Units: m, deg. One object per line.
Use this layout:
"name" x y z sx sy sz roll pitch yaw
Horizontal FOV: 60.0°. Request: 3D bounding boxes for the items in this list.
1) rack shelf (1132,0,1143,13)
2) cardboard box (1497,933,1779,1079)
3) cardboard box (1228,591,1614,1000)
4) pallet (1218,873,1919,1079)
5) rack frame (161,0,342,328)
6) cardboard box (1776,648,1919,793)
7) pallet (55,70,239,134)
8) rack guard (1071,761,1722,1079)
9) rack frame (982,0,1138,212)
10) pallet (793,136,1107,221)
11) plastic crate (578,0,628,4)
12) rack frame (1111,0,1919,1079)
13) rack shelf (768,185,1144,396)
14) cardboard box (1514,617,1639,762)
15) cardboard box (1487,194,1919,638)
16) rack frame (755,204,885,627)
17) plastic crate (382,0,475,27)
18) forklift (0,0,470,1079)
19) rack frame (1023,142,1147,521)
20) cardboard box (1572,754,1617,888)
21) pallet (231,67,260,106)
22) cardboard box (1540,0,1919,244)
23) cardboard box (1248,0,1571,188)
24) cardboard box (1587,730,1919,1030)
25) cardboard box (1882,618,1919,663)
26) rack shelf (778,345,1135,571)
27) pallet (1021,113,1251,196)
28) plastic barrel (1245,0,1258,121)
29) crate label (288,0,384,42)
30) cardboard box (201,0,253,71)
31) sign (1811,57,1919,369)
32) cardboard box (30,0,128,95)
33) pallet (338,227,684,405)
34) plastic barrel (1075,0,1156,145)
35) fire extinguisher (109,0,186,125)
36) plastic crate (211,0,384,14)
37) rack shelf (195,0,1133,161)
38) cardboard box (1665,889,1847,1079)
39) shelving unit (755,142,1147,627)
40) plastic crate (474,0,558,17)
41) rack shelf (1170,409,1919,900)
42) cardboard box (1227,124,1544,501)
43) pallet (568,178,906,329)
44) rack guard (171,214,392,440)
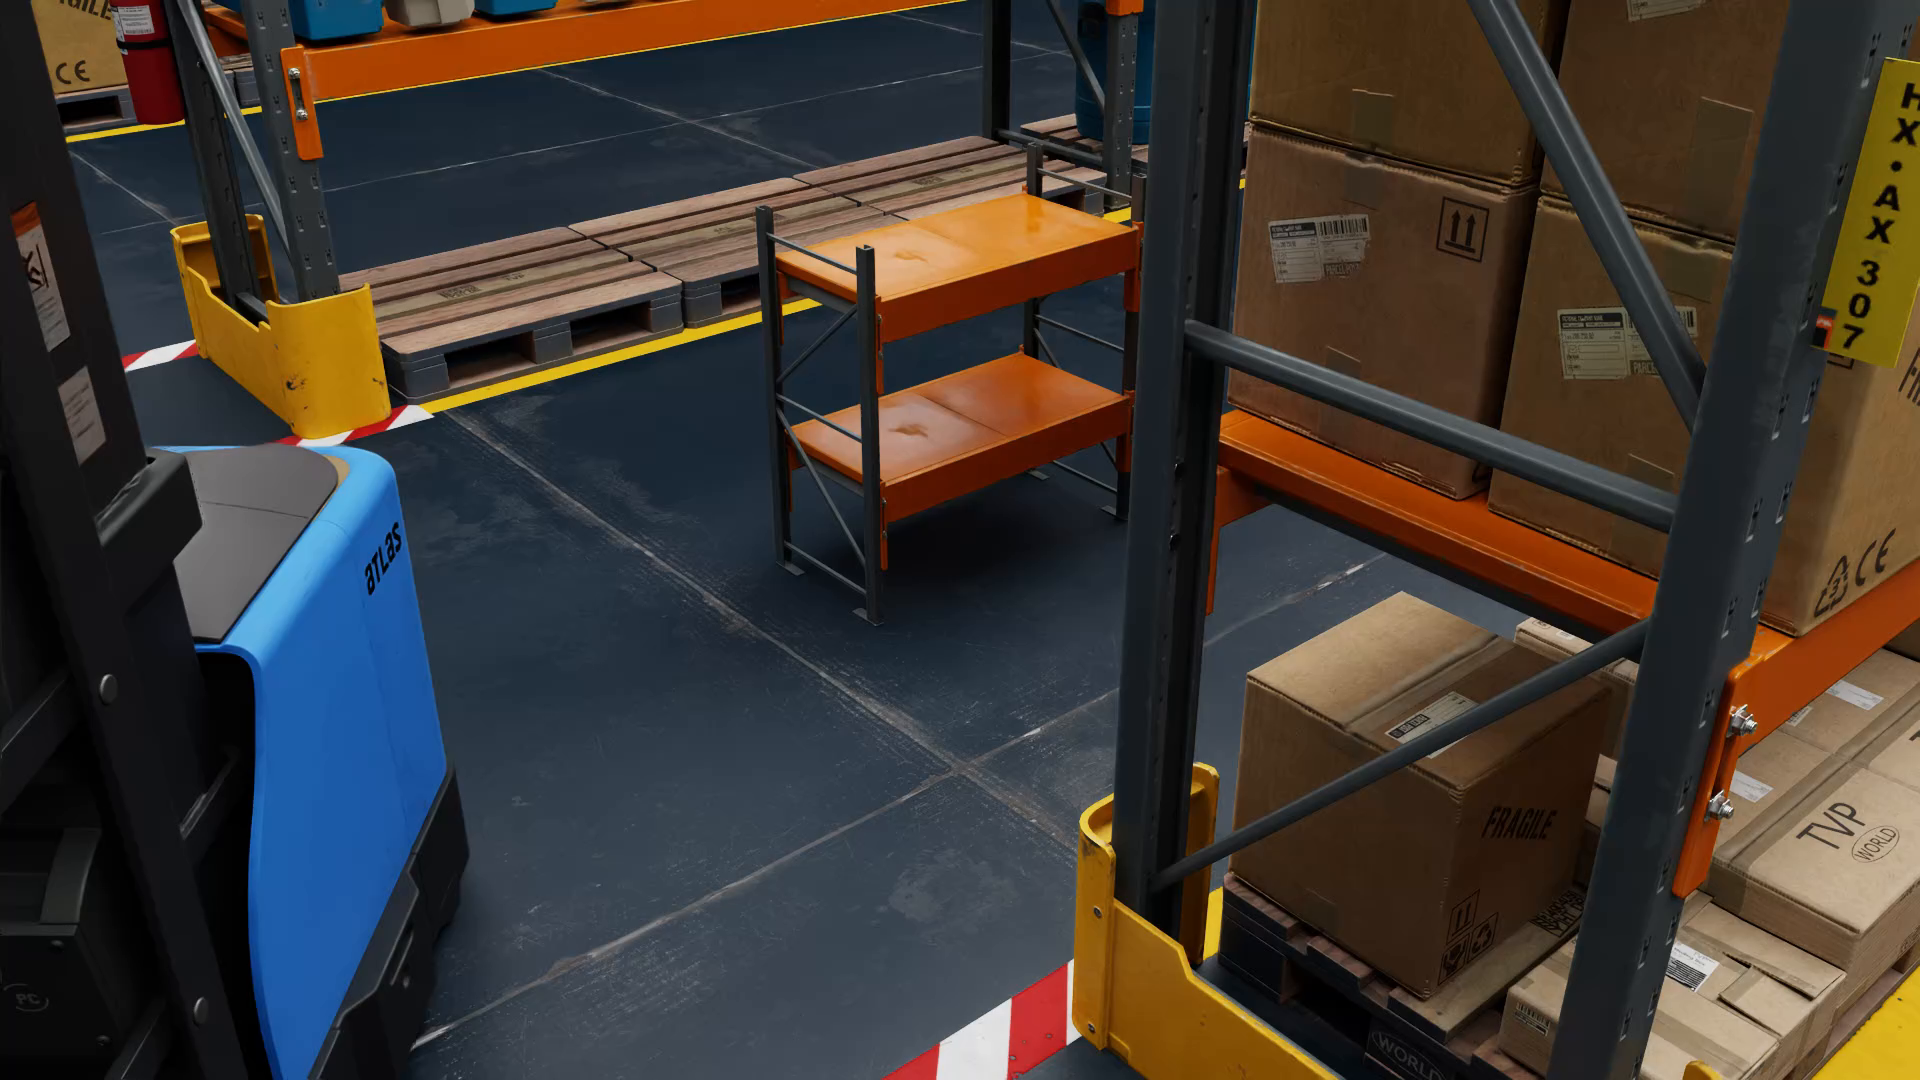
"rack shelf" 2.007 -3.459 9.304 4.000 0.370 1.077 -22 35 -35
"cardboard box" 1.196 0.895 2.952 0.250 0.149 0.380 -22 35 -35
"cardboard box" 0.908 0.490 3.336 0.500 0.500 0.500 -22 35 -35
"pallet" 1.318 0.799 3.532 1.213 0.211 1.003 -22 35 -35
"rack frame" -2.558 -1.941 5.700 0.127 3.000 1.000 -22 35 -35
"cardboard box" 2.013 0.484 3.612 0.500 0.250 0.500 -22 35 -35
"pallet" -5.215 -2.760 10.190 1.213 0.211 1.003 -22 35 -35
"rack guard" 0.712 0.915 3.007 0.348 0.500 1.175 -22 35 -35
"rack frame" 0.485 -3.165 7.990 0.127 3.000 1.000 -22 35 -35
"pallet" -0.049 -1.696 8.200 1.213 0.211 1.003 -22 35 -35
"plastic crate" -1.342 -2.085 6.185 0.298 0.136 0.250 -22 35 -35
"rack frame" 0.654 -0.164 2.374 0.127 3.000 1.000 -22 35 -35
"rack shelf" -0.005 -0.752 4.843 1.000 0.278 0.538 -22 35 -35
"cardboard box" 1.650 0.320 3.919 0.500 0.250 0.500 -22 35 -35
"cardboard box" 1.163 -0.249 2.428 0.500 0.500 0.500 -21 35 -34
"rack frame" -0.392 -0.339 4.690 0.032 1.125 0.500 -22 35 -35
"plastic crate" -1.859 -1.877 5.796 0.298 0.136 0.250 -22 35 -35
"forklift" -1.633 0.157 1.847 1.130 2.935 3.031 0 28 0
"rack frame" 0.382 -0.650 5.272 0.032 1.125 0.500 -22 35 -35
"cardboard box" 1.275 0.545 3.586 0.250 0.166 0.380 -22 35 -35
"pallet" -4.287 -3.131 10.885 1.213 0.211 1.003 -22 35 -35
"cardboard box" 1.163 -0.690 2.192 0.500 0.500 0.500 -21 34 -33
"cardboard box" 0.814 -0.884 2.554 0.500 0.500 0.500 -22 35 -35
"cardboard box" 1.632 0.637 3.326 0.500 0.250 0.500 -22 35 -35
"cardboard box" 2.271 0.096 4.070 0.637 0.503 0.797 -22 35 -35
"rack shelf" -0.005 -0.278 5.096 1.000 0.278 0.538 -22 35 -35
"pallet" 1.099 -2.156 9.061 1.213 0.211 1.003 -22 35 -35
"plastic barrel" 1.449 -2.801 9.090 0.708 0.901 0.600 -22 35 -35
"crate label" -2.156 -1.851 5.646 0.303 0.233 0.416 -22 35 -35
"cardboard box" -4.645 -3.468 10.366 0.875 0.875 0.875 -22 35 -35
"sign" 1.007 -0.351 1.806 0.005 0.325 0.100 -22 35 -35
"cardboard box" -5.338 -3.190 9.845 0.875 0.875 0.875 -22 35 -35
"pallet" -1.905 -0.950 6.803 1.213 0.211 1.003 -22 35 -35
"plastic barrel" 0.910 -2.585 8.685 0.708 0.901 0.600 -22 35 -35
"fire extinguisher" -2.967 -1.859 6.025 0.183 0.674 0.296 -22 35 -35
"plastic crate" -2.424 -2.153 5.994 0.499 0.435 0.616 -22 35 -35
"rack shelf" -1.036 -2.236 7.014 4.000 0.370 1.077 -22 35 -35
"cardboard box" 1.386 0.810 3.091 0.250 0.166 0.380 -22 35 -35
"shelving unit" -0.005 -0.494 4.981 1.048 1.125 0.538 -22 35 -35
"plastic crate" -1.655 -2.053 6.022 0.300 0.233 0.416 -22 35 -35
"rack shelf" 2.176 -0.458 3.689 4.000 0.370 1.077 -22 35 -35
"cardboard box" 0.818 -0.443 2.790 0.500 0.500 0.500 -21 34 -33
"pallet" -0.978 -1.321 7.498 1.213 0.211 1.003 -22 35 -35
"rack guard" -2.568 -0.827 6.267 0.348 0.500 1.175 -22 35 -35
